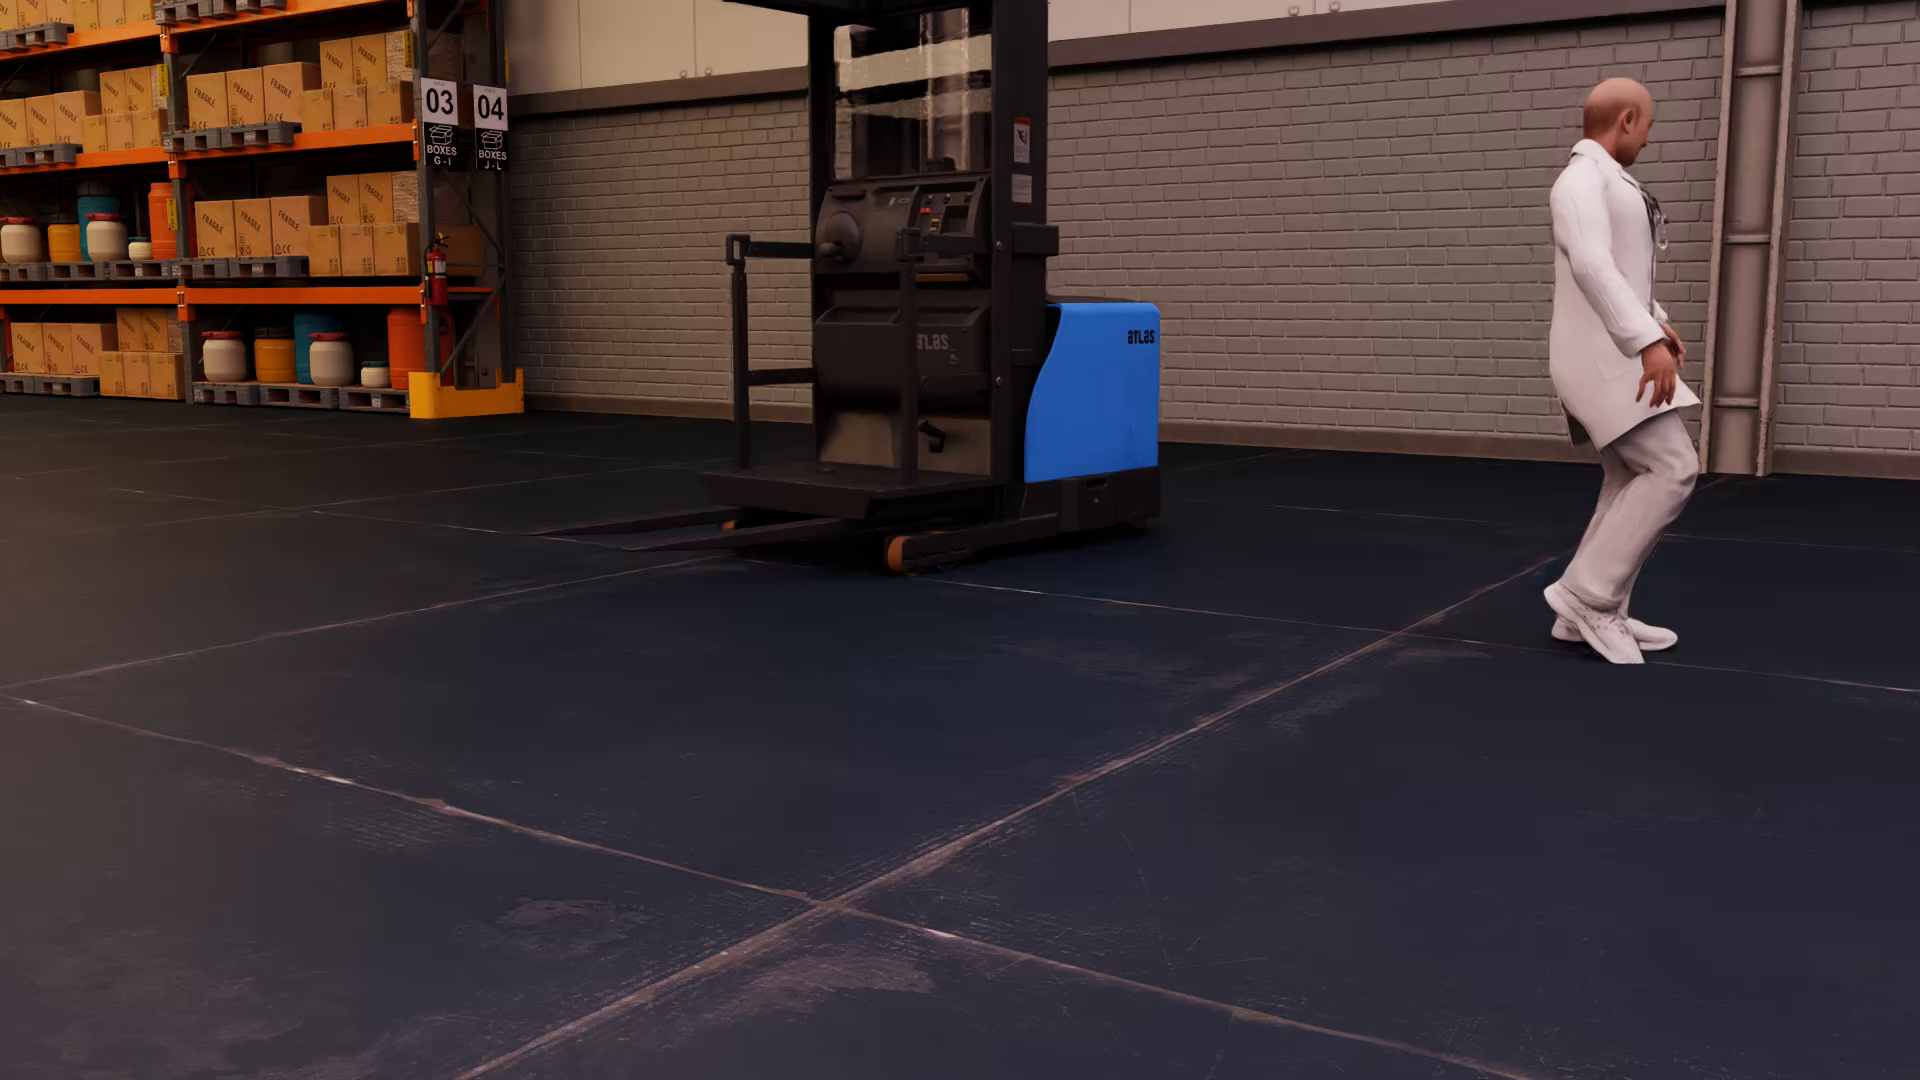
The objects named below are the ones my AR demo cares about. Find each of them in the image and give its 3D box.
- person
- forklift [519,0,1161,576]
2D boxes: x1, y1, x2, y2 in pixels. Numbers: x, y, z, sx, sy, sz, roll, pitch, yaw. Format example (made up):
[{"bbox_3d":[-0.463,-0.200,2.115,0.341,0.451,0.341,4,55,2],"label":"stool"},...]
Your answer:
[{"bbox_3d":[2.056,-0.518,5.147,0.493,1.779,0.872,4,9,29],"label":"person"},{"bbox_3d":[-0.399,-1.386,6.939,1.130,2.935,3.031,7,11,41],"label":"forklift"}]
